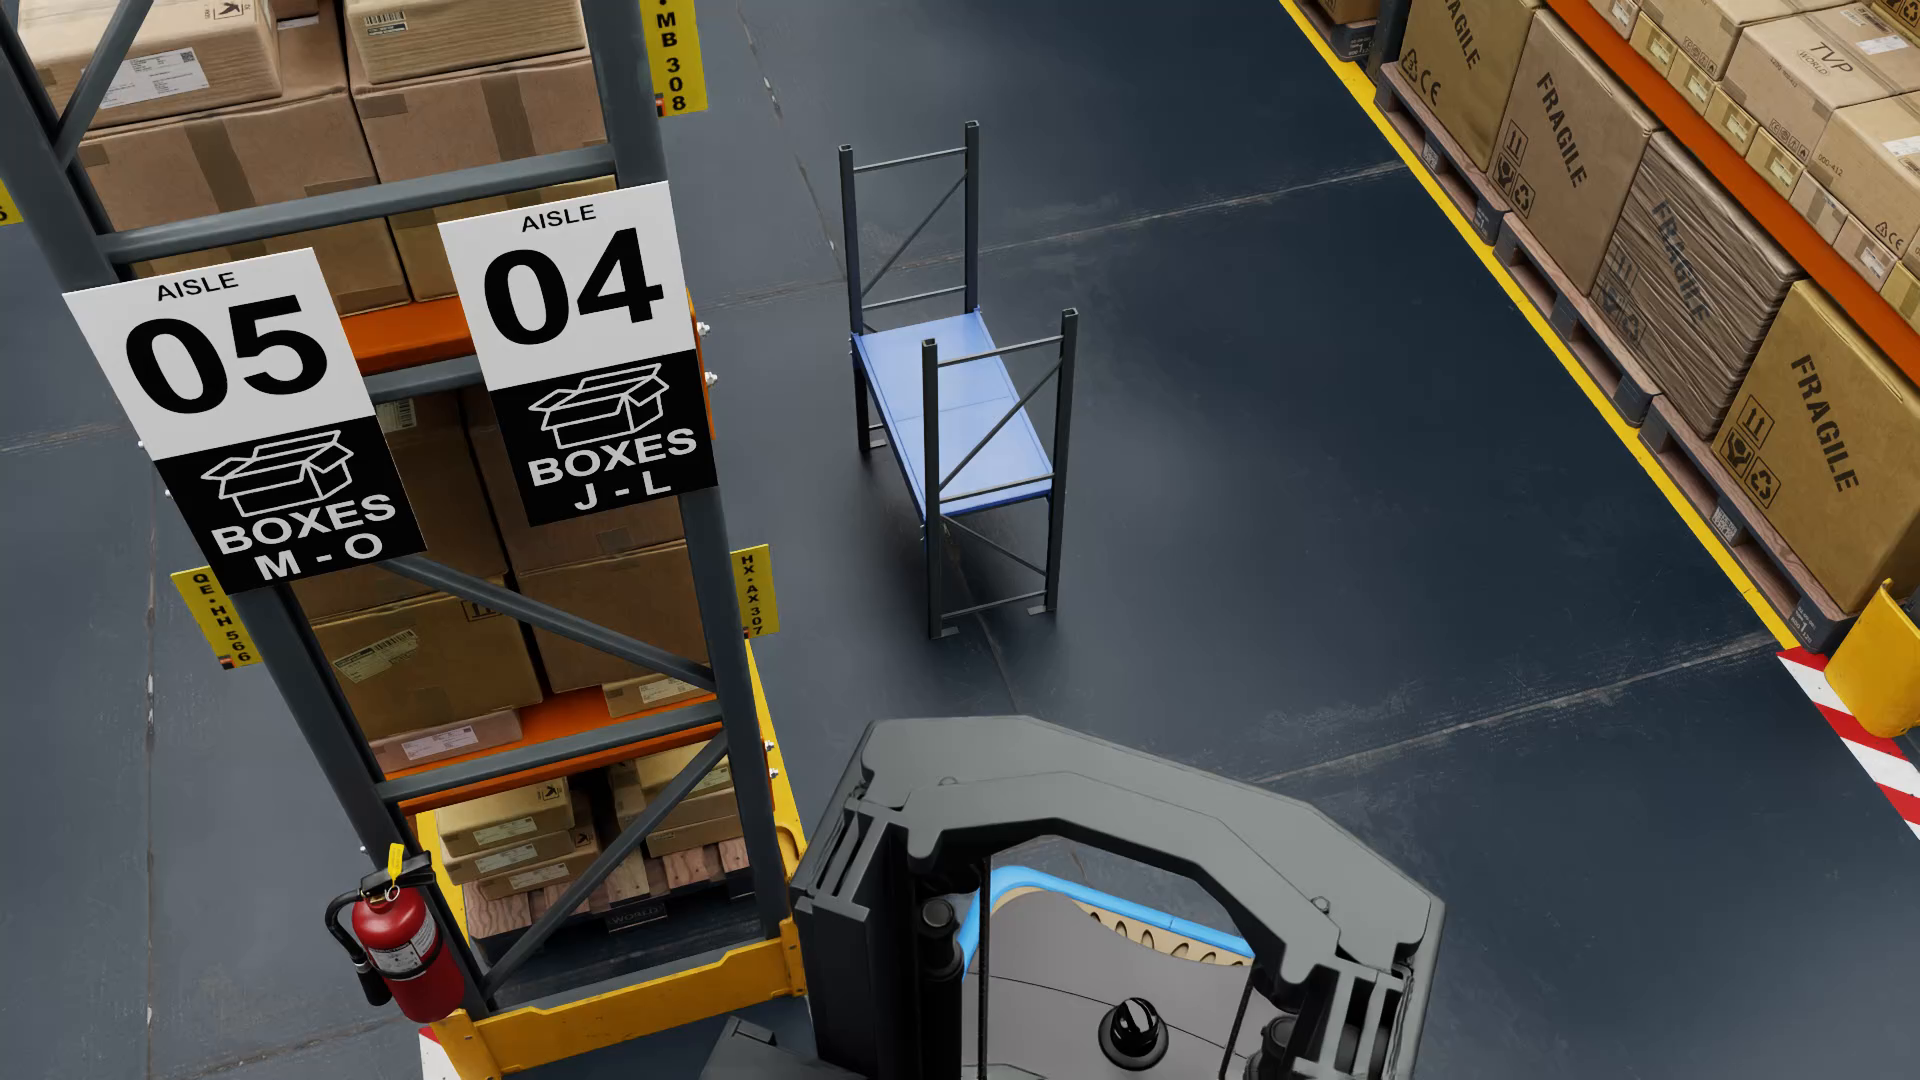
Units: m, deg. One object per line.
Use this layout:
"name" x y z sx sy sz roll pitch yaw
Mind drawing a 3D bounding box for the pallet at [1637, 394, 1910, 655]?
"pallet" 3.453 -0.187 6.560 1.003 0.211 1.213 -13 51 -11

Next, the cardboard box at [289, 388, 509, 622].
"cardboard box" -1.377 -0.200 3.833 0.500 0.500 0.500 -14 51 -12

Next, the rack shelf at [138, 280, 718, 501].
"rack shelf" -1.595 -1.668 4.492 1.077 0.370 4.000 -13 51 -11

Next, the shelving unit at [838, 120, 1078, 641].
"shelving unit" -0.025 -0.546 6.019 0.538 1.500 1.048 -13 51 -11

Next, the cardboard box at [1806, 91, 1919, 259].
"cardboard box" 3.218 -1.232 5.520 0.500 0.250 0.500 -14 51 -12

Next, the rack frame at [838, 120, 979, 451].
"rack frame" -0.176 -0.917 6.332 0.500 1.500 0.032 -13 51 -11

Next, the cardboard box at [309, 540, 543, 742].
"cardboard box" -1.382 0.130 4.208 0.500 0.500 0.500 -12 51 -10

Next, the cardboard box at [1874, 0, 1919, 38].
"cardboard box" 3.574 -1.963 5.646 0.500 0.500 0.500 -15 51 -12

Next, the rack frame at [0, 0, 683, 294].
"rack frame" -1.004 -1.406 1.839 1.000 3.000 0.127 -13 51 -11

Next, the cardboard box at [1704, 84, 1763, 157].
"cardboard box" 2.964 -1.559 6.057 0.380 0.149 0.250 -13 51 -11

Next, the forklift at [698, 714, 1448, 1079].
"forklift" 0.031 1.783 3.120 1.130 2.935 3.031 16 52 13

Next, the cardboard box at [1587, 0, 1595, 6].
"cardboard box" 2.663 -2.306 6.686 0.380 0.149 0.250 -14 51 -11

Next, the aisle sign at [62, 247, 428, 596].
"aisle sign" -1.269 -0.189 3.037 0.394 0.787 0.004 -13 51 -11

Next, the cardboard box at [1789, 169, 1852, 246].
"cardboard box" 3.120 -1.181 5.738 0.380 0.149 0.250 -13 51 -10

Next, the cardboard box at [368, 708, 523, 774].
"cardboard box" -1.370 0.435 4.376 0.380 0.149 0.250 -13 51 -11

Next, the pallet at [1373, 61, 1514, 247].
"pallet" 2.732 -1.969 8.062 1.003 0.211 1.213 -13 51 -11

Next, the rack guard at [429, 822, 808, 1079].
"rack guard" -1.026 1.278 5.135 1.175 0.500 0.348 -13 51 -11

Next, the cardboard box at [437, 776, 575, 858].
"cardboard box" -1.402 0.790 5.112 0.380 0.149 0.250 -13 51 -11

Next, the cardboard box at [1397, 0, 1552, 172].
"cardboard box" 2.700 -2.392 7.709 0.875 0.875 0.875 -13 51 -11

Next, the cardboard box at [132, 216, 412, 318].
"cardboard box" -1.391 -0.663 3.273 0.500 0.250 0.500 -14 51 -12

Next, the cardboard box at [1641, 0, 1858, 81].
"cardboard box" 2.909 -1.983 6.153 0.500 0.250 0.500 -13 51 -11

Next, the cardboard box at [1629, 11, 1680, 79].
"cardboard box" 2.814 -1.931 6.370 0.380 0.149 0.250 -15 51 -12

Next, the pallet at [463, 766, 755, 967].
"pallet" -1.232 0.770 5.753 1.003 0.211 1.213 -13 51 -11

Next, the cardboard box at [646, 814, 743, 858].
"cardboard box" -0.853 0.856 5.446 0.380 0.149 0.250 -12 51 -10

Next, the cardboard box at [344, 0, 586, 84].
"cardboard box" -0.882 -0.968 2.943 0.380 0.149 0.250 -14 51 -11

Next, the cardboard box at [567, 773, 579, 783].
"cardboard box" -1.458 0.692 5.390 0.380 0.149 0.250 -14 51 -12

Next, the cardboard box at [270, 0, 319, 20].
"cardboard box" -1.382 -1.054 3.015 0.380 0.149 0.250 -13 51 -10

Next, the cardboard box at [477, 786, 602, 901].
"cardboard box" -1.358 0.974 5.347 0.380 0.149 0.250 -13 51 -10

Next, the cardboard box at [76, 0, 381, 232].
"cardboard box" -1.383 -0.831 3.087 0.500 0.250 0.500 -15 51 -12

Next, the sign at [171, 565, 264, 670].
"sign" -1.540 0.164 3.476 0.100 0.325 0.005 -13 51 -11

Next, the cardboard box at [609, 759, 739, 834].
"cardboard box" -0.913 0.775 5.320 0.380 0.149 0.250 -11 51 -9

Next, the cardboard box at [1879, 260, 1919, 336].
"cardboard box" 3.266 -0.814 5.428 0.380 0.149 0.250 -13 51 -11

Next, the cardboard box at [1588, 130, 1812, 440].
"cardboard box" 3.230 -1.084 6.607 0.875 0.875 0.875 -13 51 -11

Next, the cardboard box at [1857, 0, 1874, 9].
"cardboard box" 3.416 -2.105 6.256 0.500 0.250 0.500 -14 51 -12

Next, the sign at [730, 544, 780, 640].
"sign" -0.485 0.126 3.905 0.100 0.325 0.005 -13 51 -11

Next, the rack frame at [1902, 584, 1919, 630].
"rack frame" 3.764 -0.520 5.016 1.000 3.000 0.127 -13 51 -11
